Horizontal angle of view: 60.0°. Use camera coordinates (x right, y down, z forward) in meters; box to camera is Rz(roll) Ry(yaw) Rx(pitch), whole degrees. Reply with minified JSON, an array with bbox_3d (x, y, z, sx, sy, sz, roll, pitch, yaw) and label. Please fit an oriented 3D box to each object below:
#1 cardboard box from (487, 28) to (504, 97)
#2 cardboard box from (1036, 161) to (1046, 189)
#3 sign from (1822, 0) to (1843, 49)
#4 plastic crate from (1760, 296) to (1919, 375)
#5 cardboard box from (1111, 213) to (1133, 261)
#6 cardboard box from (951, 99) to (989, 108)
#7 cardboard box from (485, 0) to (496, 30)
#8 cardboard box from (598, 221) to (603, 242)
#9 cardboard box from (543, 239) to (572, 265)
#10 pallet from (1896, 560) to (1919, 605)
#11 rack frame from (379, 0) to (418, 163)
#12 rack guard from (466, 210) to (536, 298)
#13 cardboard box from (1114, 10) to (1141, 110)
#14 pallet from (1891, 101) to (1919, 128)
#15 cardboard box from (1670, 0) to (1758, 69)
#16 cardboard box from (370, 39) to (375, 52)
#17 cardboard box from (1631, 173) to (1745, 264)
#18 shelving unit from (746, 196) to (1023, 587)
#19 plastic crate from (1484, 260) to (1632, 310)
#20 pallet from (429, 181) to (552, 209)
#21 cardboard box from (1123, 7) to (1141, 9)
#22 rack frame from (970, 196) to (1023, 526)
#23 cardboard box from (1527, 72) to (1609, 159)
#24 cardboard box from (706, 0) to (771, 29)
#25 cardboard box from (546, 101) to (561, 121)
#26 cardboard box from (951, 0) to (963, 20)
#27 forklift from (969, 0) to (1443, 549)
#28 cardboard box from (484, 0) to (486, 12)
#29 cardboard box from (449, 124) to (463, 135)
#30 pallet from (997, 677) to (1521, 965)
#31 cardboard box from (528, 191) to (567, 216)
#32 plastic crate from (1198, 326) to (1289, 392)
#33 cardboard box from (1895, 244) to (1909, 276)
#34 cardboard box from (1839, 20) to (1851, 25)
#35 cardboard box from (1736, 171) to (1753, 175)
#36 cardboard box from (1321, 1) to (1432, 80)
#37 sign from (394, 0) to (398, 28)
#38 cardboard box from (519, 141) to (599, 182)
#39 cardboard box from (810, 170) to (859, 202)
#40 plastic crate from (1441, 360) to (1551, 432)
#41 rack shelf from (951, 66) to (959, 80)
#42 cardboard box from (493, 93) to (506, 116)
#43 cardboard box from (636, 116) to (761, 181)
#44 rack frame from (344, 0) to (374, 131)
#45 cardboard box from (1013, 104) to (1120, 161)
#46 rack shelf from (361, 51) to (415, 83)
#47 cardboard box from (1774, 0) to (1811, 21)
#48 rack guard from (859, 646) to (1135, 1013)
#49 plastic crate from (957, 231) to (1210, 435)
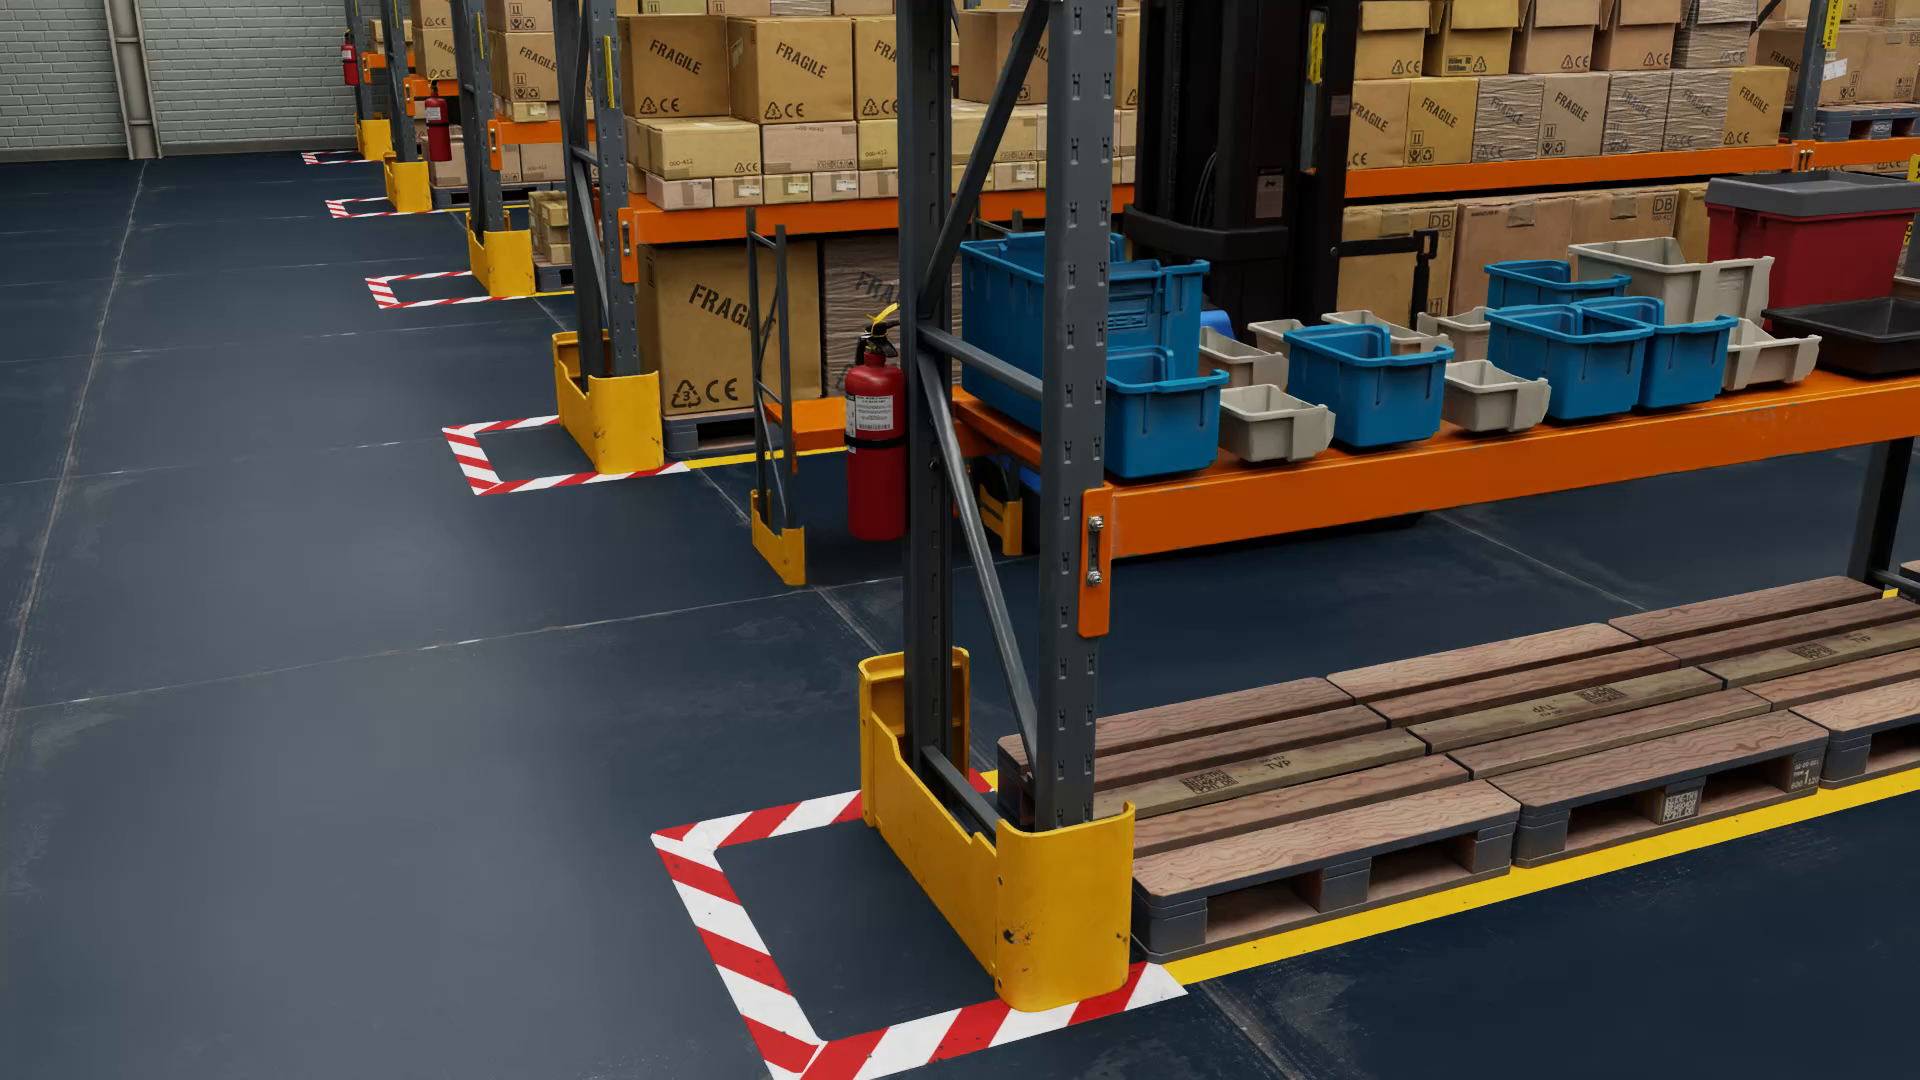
[{"bbox_3d":[-3.439,-3.794,13.183,0.500,0.500,0.500,-8,21,-21],"label":"cardboard box"},{"bbox_3d":[0.464,-2.042,9.183,0.250,0.149,0.380,-9,21,-23],"label":"cardboard box"},{"bbox_3d":[5.690,-3.373,10.842,0.005,0.325,0.100,-8,21,-22],"label":"sign"},{"bbox_3d":[2.835,-0.628,5.114,0.590,0.125,0.437,-8,21,-22],"label":"plastic crate"},{"bbox_3d":[1.157,-1.603,10.125,0.875,0.875,0.875,-8,21,-22],"label":"cardboard box"},{"bbox_3d":[-0.129,-2.361,9.488,0.500,0.250,0.500,-8,21,-22],"label":"cardboard box"},{"bbox_3d":[-3.429,-4.264,13.012,0.500,0.500,0.500,-9,21,-23],"label":"cardboard box"},{"bbox_3d":[-2.894,-2.472,13.239,0.250,0.149,0.380,-8,21,-22],"label":"cardboard box"},{"bbox_3d":[-3.142,-2.294,13.180,0.250,0.149,0.380,-8,21,-21],"label":"cardboard box"},{"bbox_3d":[4.481,0.267,6.445,1.213,0.211,1.003,-8,21,-22],"label":"pallet"},{"bbox_3d":[-5.804,-4.965,17.107,0.127,3.000,1.000,-8,21,-22],"label":"rack frame"},{"bbox_3d":[-3.680,-2.300,13.301,0.348,0.500,1.175,-8,21,-22],"label":"rack guard"},{"bbox_3d":[1.017,-2.686,9.283,0.500,0.500,0.500,-8,21,-21],"label":"cardboard box"},{"bbox_3d":[7.269,-3.178,12.320,1.213,0.211,1.003,-8,21,-22],"label":"pallet"},{"bbox_3d":[4.790,-3.425,11.071,0.637,0.503,0.797,-7,21,-20],"label":"cardboard box"},{"bbox_3d":[-7.575,-6.485,21.803,0.250,0.149,0.380,-8,21,-23],"label":"cardboard box"},{"bbox_3d":[4.825,-2.107,11.557,0.875,0.875,1.225,-9,21,-24],"label":"cardboard box"},{"bbox_3d":[-0.327,-0.667,7.158,1.083,1.500,0.587,-8,21,-20],"label":"shelving unit"},{"bbox_3d":[1.868,-0.731,5.242,0.300,0.233,0.416,-8,21,-22],"label":"plastic crate"},{"bbox_3d":[-5.100,-3.779,17.937,1.213,0.211,1.003,-8,21,-22],"label":"pallet"},{"bbox_3d":[1.253,-2.908,9.912,0.500,0.500,0.500,-8,21,-22],"label":"cardboard box"},{"bbox_3d":[0.154,-0.731,7.339,0.032,1.500,0.500,-8,21,-20],"label":"rack frame"},{"bbox_3d":[3.709,-2.703,10.530,0.500,0.500,0.500,-8,21,-21],"label":"cardboard box"},{"bbox_3d":[-1.819,-4.304,13.126,0.500,0.500,0.500,-9,21,-24],"label":"cardboard box"},{"bbox_3d":[-3.106,-3.339,12.868,0.250,0.149,0.380,-7,21,-20],"label":"cardboard box"},{"bbox_3d":[-0.223,-6.191,18.933,0.500,0.500,0.500,-9,21,-23],"label":"cardboard box"},{"bbox_3d":[1.612,-1.577,7.587,3.031,2.935,1.130,-8,21,-20],"label":"forklift"},{"bbox_3d":[-4.778,-5.530,17.056,0.500,0.500,0.500,-9,21,-23],"label":"cardboard box"},{"bbox_3d":[-6.769,-5.427,22.080,0.250,0.149,0.380,-9,21,-24],"label":"cardboard box"},{"bbox_3d":[0.856,0.786,4.972,1.213,0.211,1.003,-8,21,-22],"label":"pallet"},{"bbox_3d":[-3.364,-2.750,13.580,0.250,0.149,0.380,-8,21,-21],"label":"cardboard box"},{"bbox_3d":[0.761,-0.499,4.730,0.243,0.136,0.396,-8,21,-22],"label":"plastic crate"},{"bbox_3d":[6.579,-2.195,12.341,0.500,0.500,0.700,-10,22,-26],"label":"cardboard box"},{"bbox_3d":[9.088,-5.385,18.074,0.500,0.550,0.875,-8,21,-22],"label":"cardboard box"},{"bbox_3d":[7.874,-4.305,17.799,0.875,0.875,0.875,-8,21,-21],"label":"cardboard box"},{"bbox_3d":[2.378,-3.076,10.082,0.637,0.503,0.797,-9,21,-23],"label":"cardboard box"},{"bbox_3d":[-5.589,-5.241,16.468,0.005,0.325,0.100,-8,21,-22],"label":"sign"},{"bbox_3d":[-4.400,-4.195,18.146,0.875,0.438,0.875,-8,21,-20],"label":"cardboard box"},{"bbox_3d":[-0.713,-1.873,8.705,0.250,0.149,0.380,-8,21,-23],"label":"cardboard box"},{"bbox_3d":[1.391,-0.375,4.377,0.298,0.136,0.250,-8,21,-22],"label":"plastic crate"},{"bbox_3d":[-0.294,-5.415,19.469,4.000,0.370,1.077,-8,21,-22],"label":"rack shelf"},{"bbox_3d":[-3.563,-3.480,13.266,0.250,0.149,0.380,-8,21,-22],"label":"cardboard box"},{"bbox_3d":[-1.331,-1.994,8.445,0.500,0.250,0.500,-9,21,-23],"label":"cardboard box"},{"bbox_3d":[-7.773,-6.478,21.405,0.127,3.000,1.000,-8,21,-22],"label":"rack frame"},{"bbox_3d":[0.550,-2.265,9.216,0.500,0.250,0.500,-8,21,-21],"label":"cardboard box"},{"bbox_3d":[-5.937,-6.402,22.272,4.000,0.370,1.077,-8,21,-22],"label":"rack shelf"},{"bbox_3d":[8.630,-5.803,17.634,0.550,0.550,0.875,-8,21,-22],"label":"cardboard box"},{"bbox_3d":[0.067,0.753,4.630,0.348,0.500,1.175,-8,21,-22],"label":"rack guard"},{"bbox_3d":[0.317,-0.579,4.506,0.499,0.435,0.616,-8,21,-22],"label":"plastic crate"}]
